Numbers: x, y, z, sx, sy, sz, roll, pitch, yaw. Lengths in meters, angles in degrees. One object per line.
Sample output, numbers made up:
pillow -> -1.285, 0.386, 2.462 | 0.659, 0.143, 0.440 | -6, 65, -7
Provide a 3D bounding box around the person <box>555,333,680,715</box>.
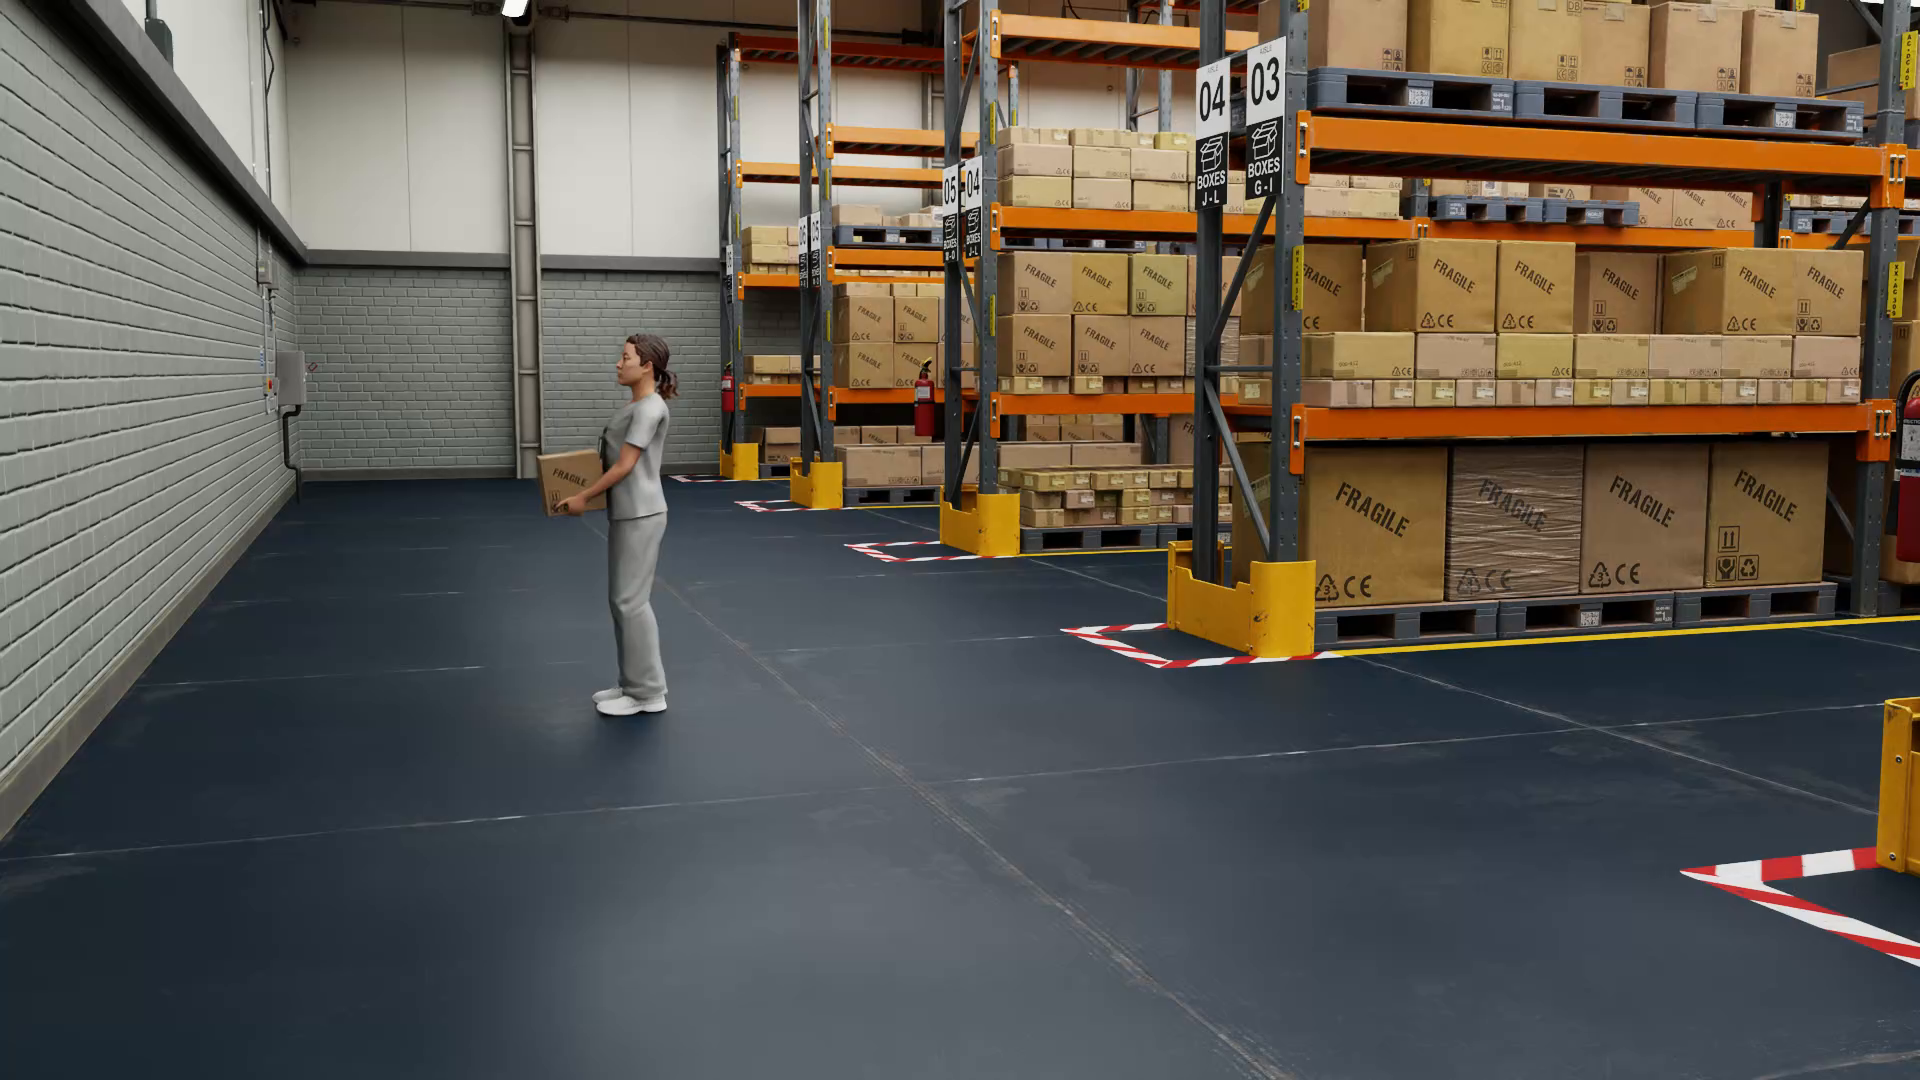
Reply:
person -> -1.503, -0.074, 7.319 | 0.558, 1.664, 0.436 | -2, 6, -18
